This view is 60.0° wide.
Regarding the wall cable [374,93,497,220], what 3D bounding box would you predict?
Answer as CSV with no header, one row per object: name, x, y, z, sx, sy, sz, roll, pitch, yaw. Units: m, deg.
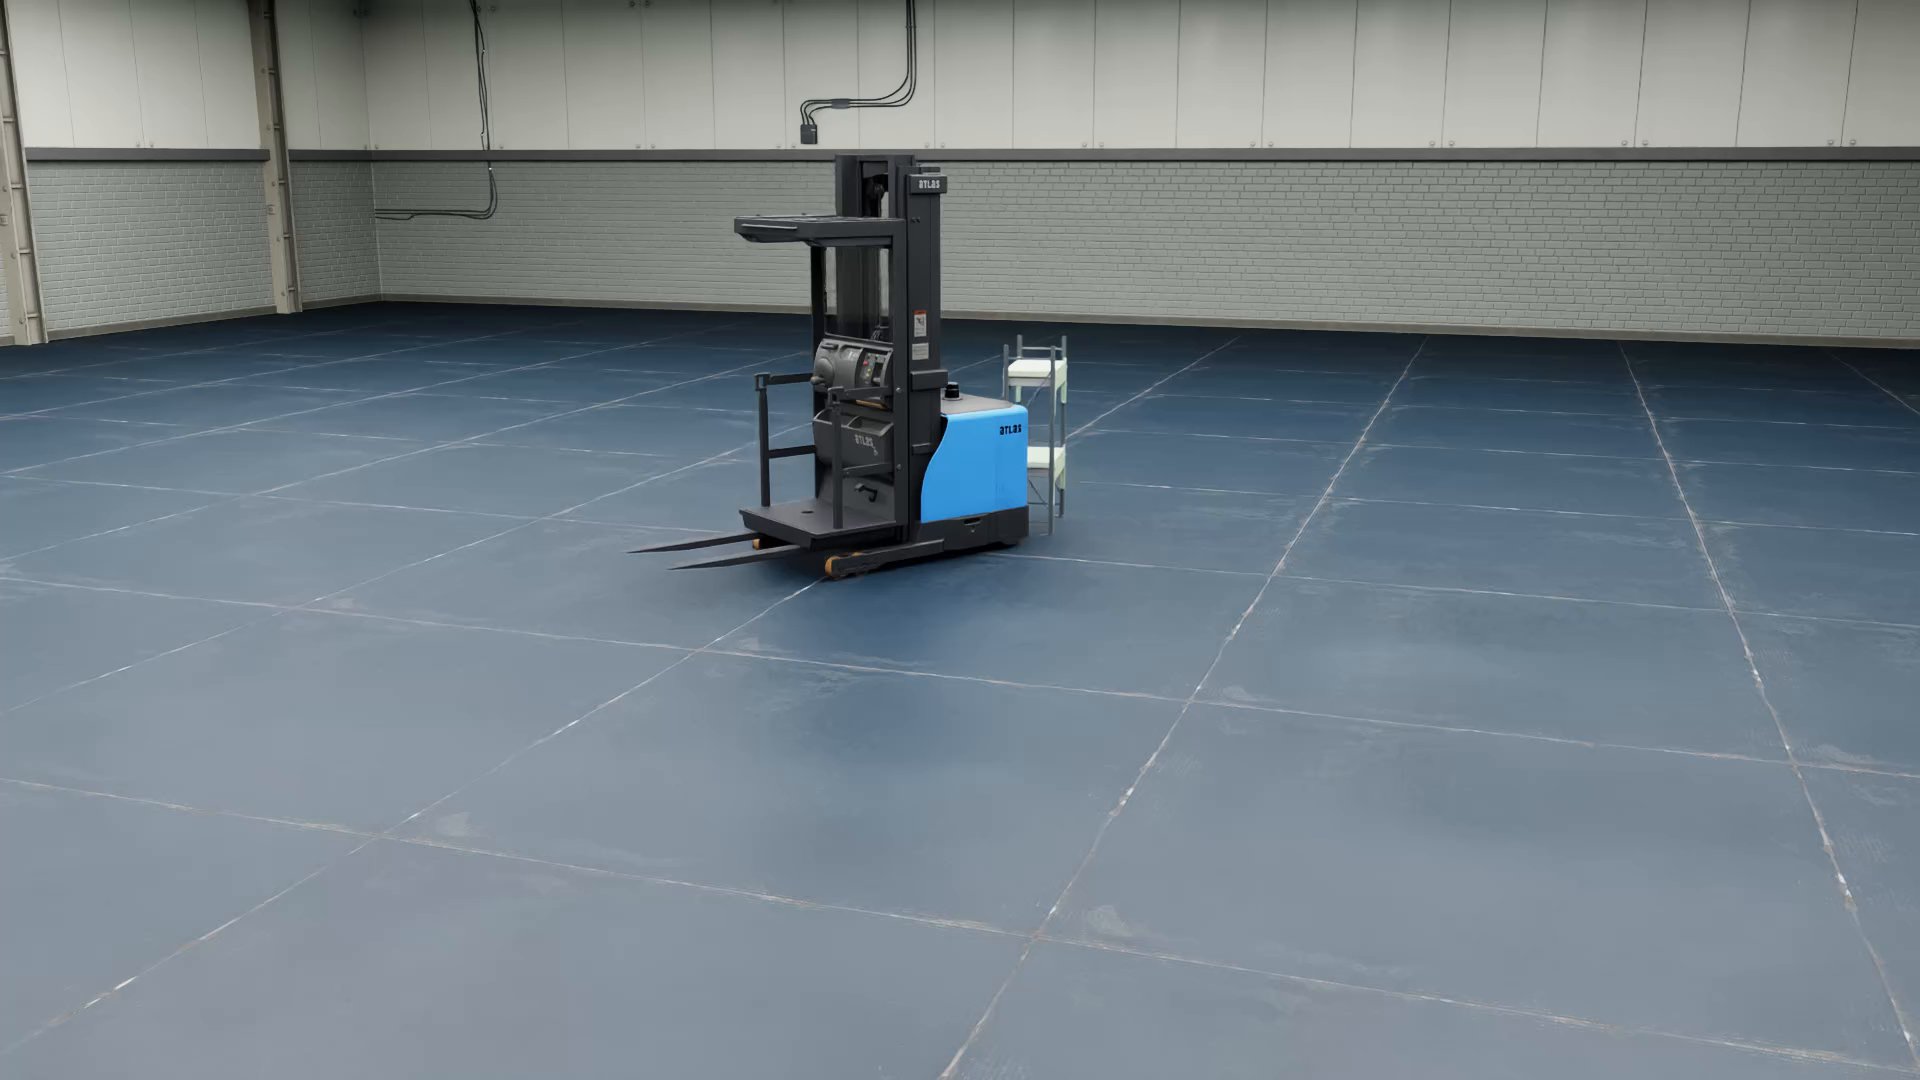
wall cable,-10.882,-7.838,34.085,3.097,2.526,0.112,4,14,18

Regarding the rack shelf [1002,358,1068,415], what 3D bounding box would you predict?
rack shelf,0.602,-1.234,13.270,0.431,0.370,0.720,2,13,10

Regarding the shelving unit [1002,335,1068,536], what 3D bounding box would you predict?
shelving unit,0.602,-0.854,13.357,0.431,1.500,0.755,2,13,10

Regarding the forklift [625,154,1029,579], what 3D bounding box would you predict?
forklift,-0.949,-1.282,12.018,3.031,2.935,1.130,-10,16,-36

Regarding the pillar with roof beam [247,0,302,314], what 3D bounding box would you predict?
pillar with roof beam,-9.013,-8.517,30.081,9.100,9.000,0.400,4,14,18

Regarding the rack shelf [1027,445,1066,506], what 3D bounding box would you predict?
rack shelf,0.602,-0.536,13.429,0.431,0.370,0.720,2,13,10

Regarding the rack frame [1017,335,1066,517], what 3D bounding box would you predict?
rack frame,0.666,-0.934,13.708,0.400,1.500,0.023,2,13,10

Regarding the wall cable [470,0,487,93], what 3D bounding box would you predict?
wall cable,-8.322,-10.106,32.669,3.097,2.526,0.112,4,14,18

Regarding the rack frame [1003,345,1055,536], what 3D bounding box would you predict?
rack frame,0.537,-0.773,13.006,0.400,1.500,0.023,2,13,10

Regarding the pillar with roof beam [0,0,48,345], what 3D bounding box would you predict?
pillar with roof beam,-10.954,-7.254,24.546,9.100,9.000,0.400,4,14,18

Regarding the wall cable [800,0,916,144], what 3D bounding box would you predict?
wall cable,-1.904,-10.323,30.351,2.305,6.003,0.169,4,14,18
